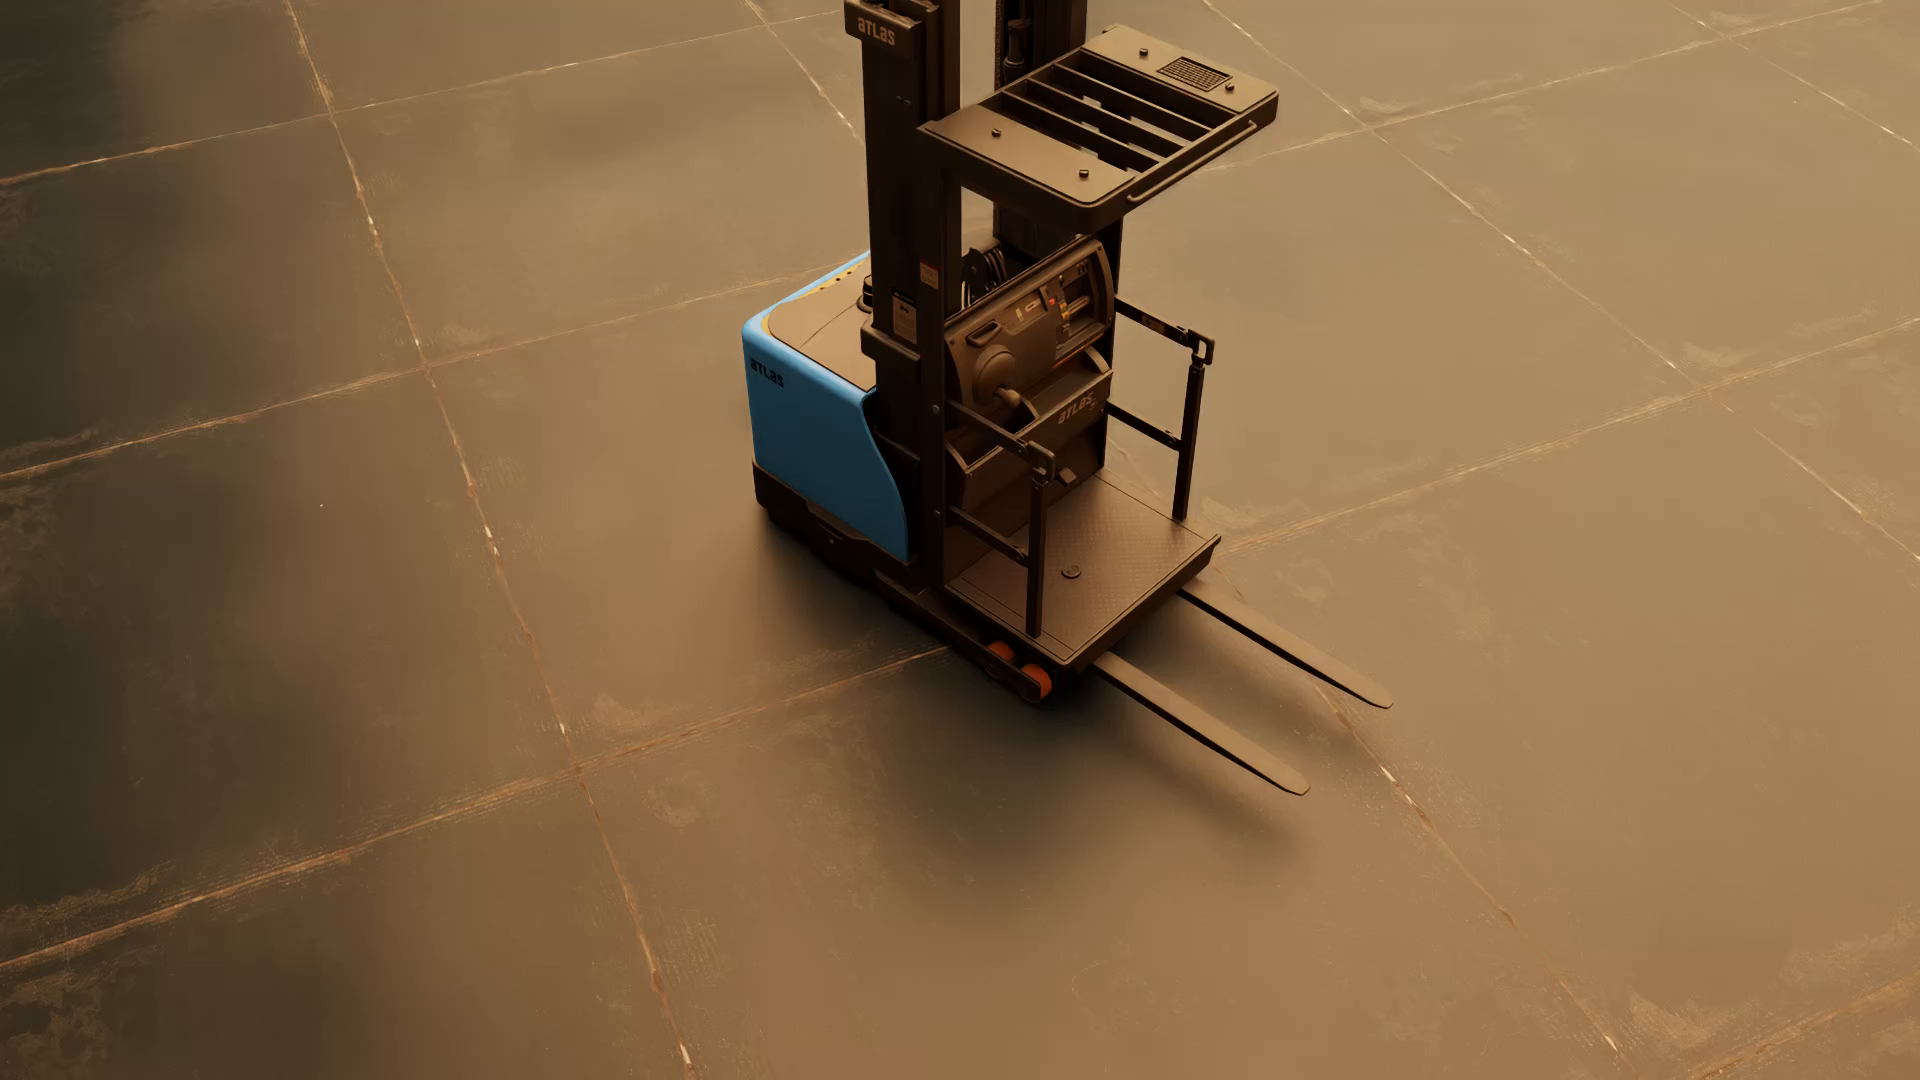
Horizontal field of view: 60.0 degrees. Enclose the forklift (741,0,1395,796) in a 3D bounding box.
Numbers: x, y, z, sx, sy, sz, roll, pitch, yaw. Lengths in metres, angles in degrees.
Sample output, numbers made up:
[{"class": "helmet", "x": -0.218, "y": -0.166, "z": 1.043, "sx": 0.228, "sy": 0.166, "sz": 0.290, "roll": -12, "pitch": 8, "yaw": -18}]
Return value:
[{"class": "forklift", "x": 0.445, "y": -0.788, "z": 6.525, "sx": 3.031, "sy": 2.935, "sz": 1.130, "roll": 32, "pitch": 52, "yaw": 30}]
